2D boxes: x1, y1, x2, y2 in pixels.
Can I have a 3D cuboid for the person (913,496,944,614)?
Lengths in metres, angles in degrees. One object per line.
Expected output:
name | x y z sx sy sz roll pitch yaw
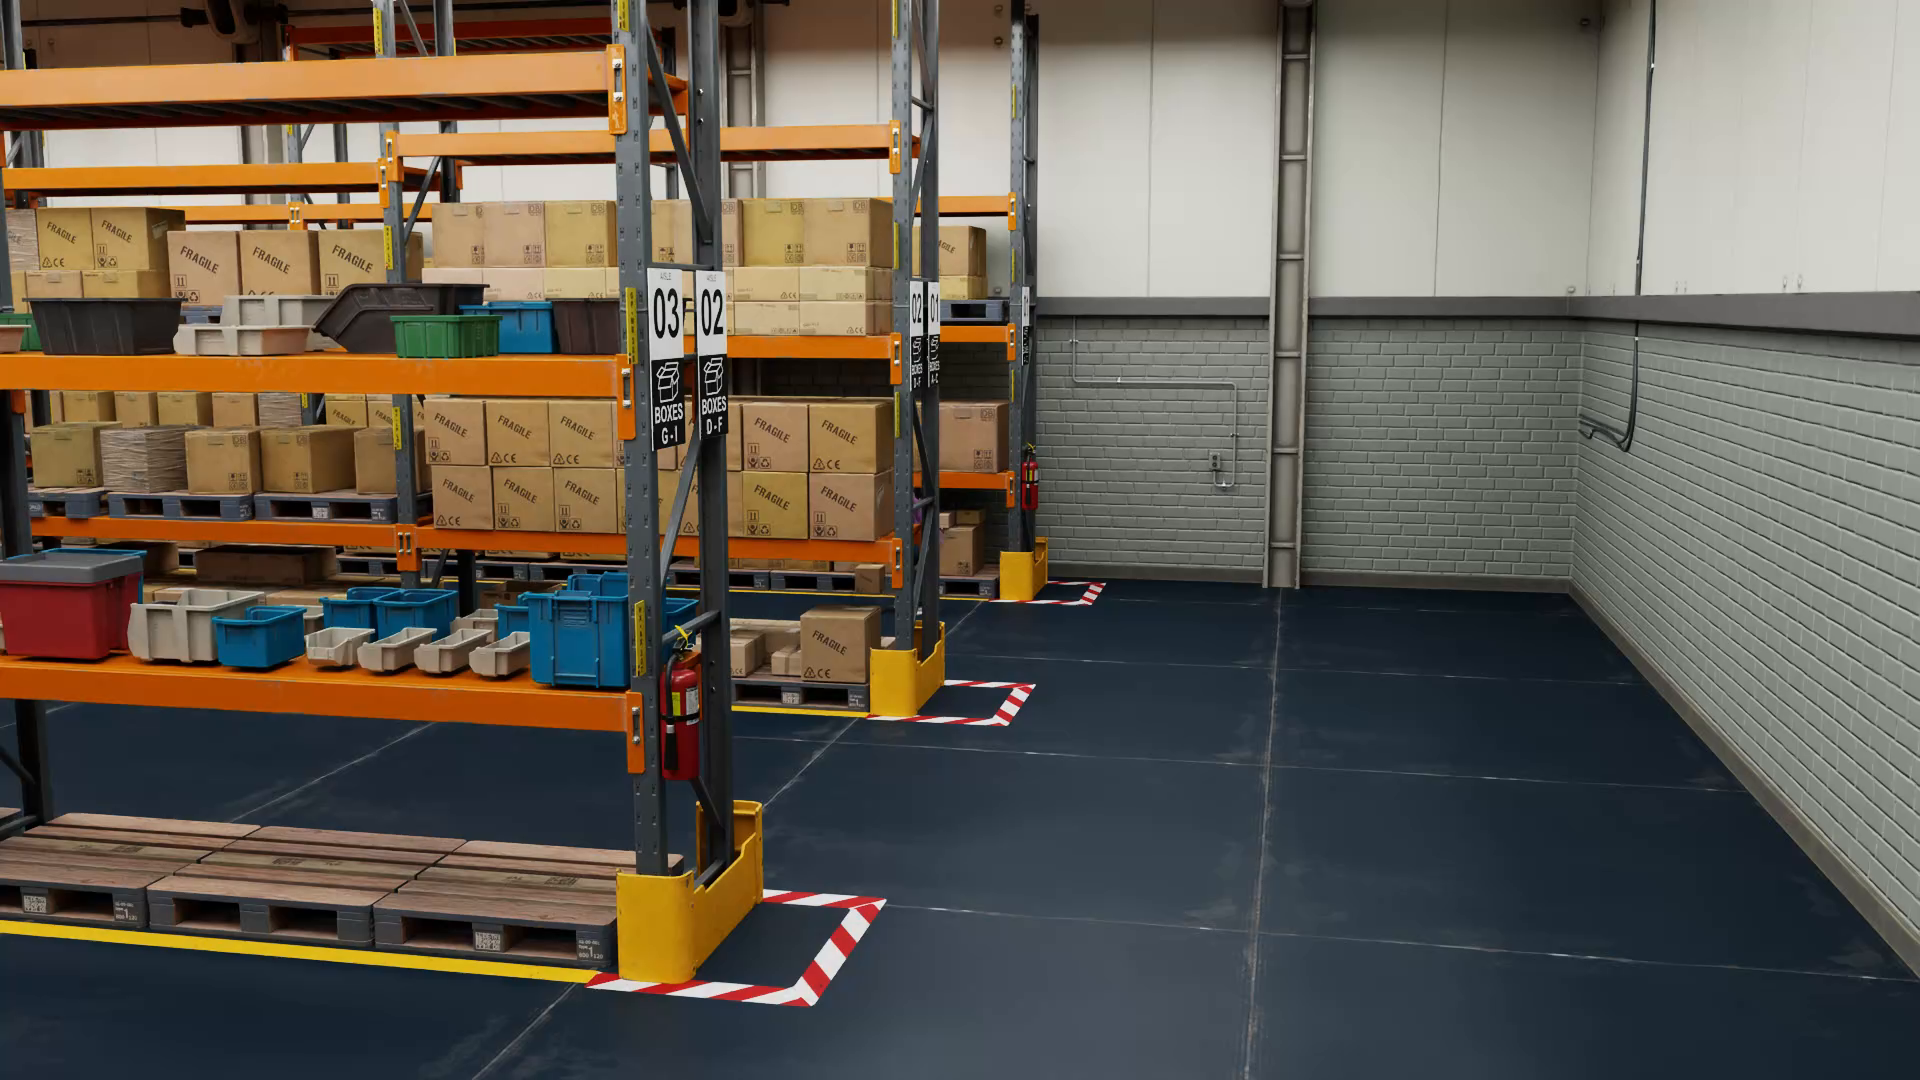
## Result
person | -0.479 0.071 16.345 0.639 1.325 0.462 2 8 11
